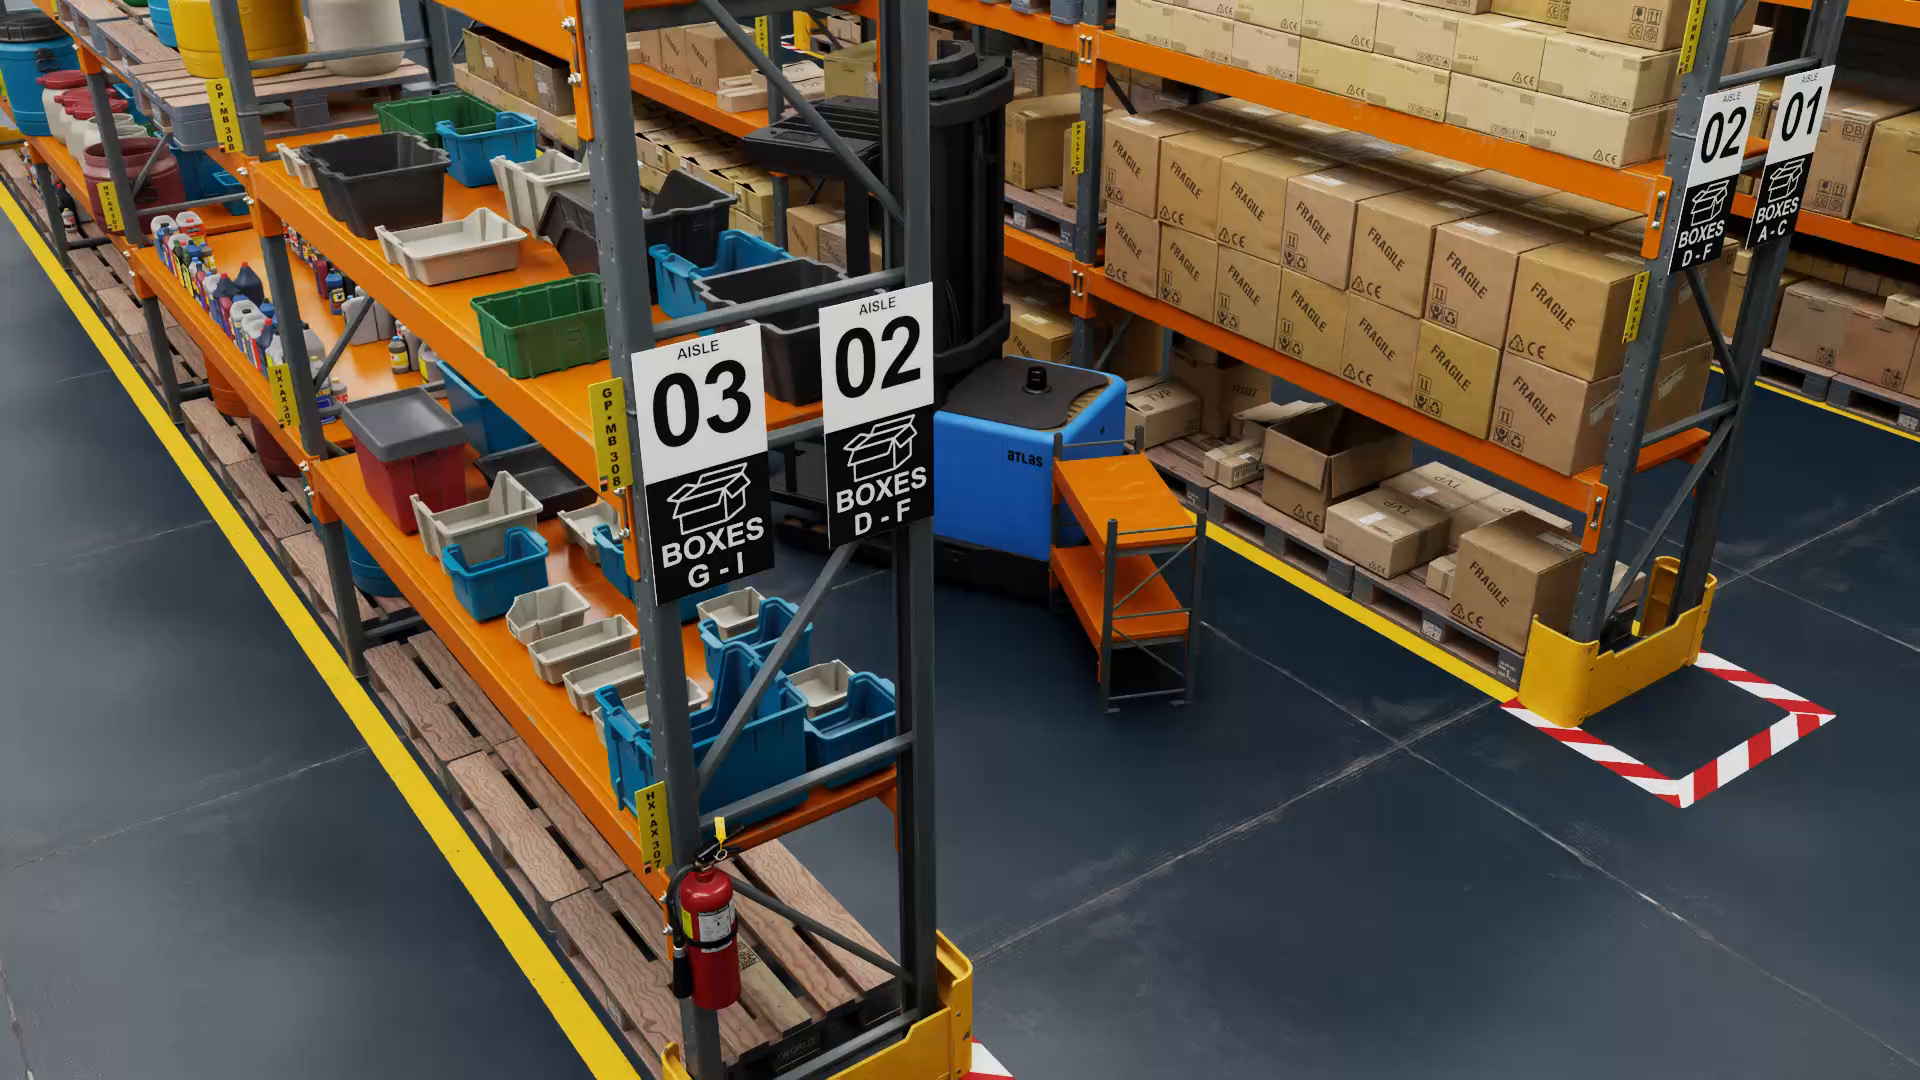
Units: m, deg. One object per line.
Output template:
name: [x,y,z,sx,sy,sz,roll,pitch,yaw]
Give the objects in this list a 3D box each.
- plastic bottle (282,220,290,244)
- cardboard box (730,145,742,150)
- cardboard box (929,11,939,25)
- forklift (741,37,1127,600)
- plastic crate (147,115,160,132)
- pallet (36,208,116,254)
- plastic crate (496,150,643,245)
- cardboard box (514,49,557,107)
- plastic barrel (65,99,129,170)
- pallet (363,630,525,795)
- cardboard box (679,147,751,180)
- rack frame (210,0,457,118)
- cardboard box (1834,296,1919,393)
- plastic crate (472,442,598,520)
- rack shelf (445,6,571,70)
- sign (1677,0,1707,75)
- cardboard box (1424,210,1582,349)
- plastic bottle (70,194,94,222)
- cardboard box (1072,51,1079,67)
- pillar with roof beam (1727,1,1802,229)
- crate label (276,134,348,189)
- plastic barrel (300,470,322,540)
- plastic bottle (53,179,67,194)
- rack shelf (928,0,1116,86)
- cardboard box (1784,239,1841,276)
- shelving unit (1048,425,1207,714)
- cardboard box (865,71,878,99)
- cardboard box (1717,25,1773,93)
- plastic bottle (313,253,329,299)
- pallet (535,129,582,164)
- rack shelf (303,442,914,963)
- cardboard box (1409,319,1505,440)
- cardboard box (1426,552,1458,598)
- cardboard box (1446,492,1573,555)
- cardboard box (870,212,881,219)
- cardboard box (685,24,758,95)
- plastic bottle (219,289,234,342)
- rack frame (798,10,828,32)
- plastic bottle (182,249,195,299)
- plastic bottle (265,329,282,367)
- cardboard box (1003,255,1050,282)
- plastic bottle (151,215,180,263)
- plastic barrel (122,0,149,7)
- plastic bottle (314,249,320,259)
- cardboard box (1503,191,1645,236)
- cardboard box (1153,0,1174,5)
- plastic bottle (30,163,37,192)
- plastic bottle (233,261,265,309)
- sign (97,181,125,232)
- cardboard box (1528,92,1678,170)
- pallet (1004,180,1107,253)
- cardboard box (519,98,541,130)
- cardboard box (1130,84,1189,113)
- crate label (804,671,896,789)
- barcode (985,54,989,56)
plastic bottle: [-4.534,-2.109,11.198,0.097,0.201,0.097,0,29,0]
cardboard box: [-1.801,-3.563,15.522,0.500,0.311,0.500,-20,34,-32]
cardboard box: [-0.695,-6.418,21.083,0.700,0.500,0.500,-21,35,-34]
forklift: [-0.557,-1.422,9.797,3.031,2.935,1.130,14,31,23]
plastic crate: [-5.856,-3.026,12.612,0.402,0.464,0.583,-19,34,-31]
pallet: [-7.844,-2.888,15.346,1.003,0.211,1.213,-19,34,-31]
plastic crate: [-1.562,-1.388,6.644,0.437,0.282,0.530,-19,34,-31]
cardboard box: [-4.472,-5.027,18.018,0.500,0.500,0.500,-19,34,-31]
plastic barrel: [-6.435,-3.014,12.514,0.433,0.535,0.433,0,29,0]
pallet: [-2.390,0.770,8.610,1.003,0.211,1.213,-19,34,-31]
cardboard box: [-2.233,-3.410,15.240,0.500,0.311,0.500,-19,34,-31]
rack frame: [-2.848,-3.367,7.020,1.000,3.000,0.127,-19,34,-31]
cardboard box: [6.765,-1.443,11.943,0.700,0.500,0.500,-19,34,-31]
plastic crate: [-1.980,-0.275,7.839,0.437,0.125,0.590,-19,34,-31]
rack shelf: [-4.611,-5.671,18.304,1.077,0.370,4.000,-19,34,-31]
sign: [3.046,-2.106,6.915,0.100,0.325,0.005,-19,34,-31]
cardboard box: [2.734,-1.321,8.388,0.500,0.500,0.500,-18,33,-29]
plastic bottle: [-7.979,-3.080,15.093,0.144,0.351,0.185,-19,34,-31]
cardboard box: [1.585,-5.354,18.338,0.500,0.250,0.500,-20,34,-32]
pillar with roof beam: [2.826,-4.885,9.815,9.100,9.000,0.400,-19,34,-31]
crate label: [-2.799,-1.662,7.301,0.293,0.136,0.466,-19,34,-31]
plastic barrel: [-3.560,-0.484,9.757,0.600,0.901,0.708,-19,34,-31]
plastic bottle: [-8.208,-3.115,15.157,0.144,0.351,0.185,-21,35,-33]
rack shelf: [0.029,-3.880,11.861,1.077,0.370,4.000,-19,34,-31]
cardboard box: [6.407,-2.131,12.530,0.380,0.149,0.250,-19,34,-31]
shelving unit: [0.859,0.138,8.818,0.538,1.125,1.048,-6,29,-11]
cardboard box: [-0.299,-3.261,12.568,0.700,0.500,0.500,-12,31,-21]
cardboard box: [3.424,-2.289,7.811,0.500,0.250,0.500,-19,34,-31]
plastic bottle: [-3.933,-1.639,10.247,0.061,0.283,0.133,-19,34,-31]
pallet: [-3.878,-4.305,17.956,1.003,0.211,1.213,-19,34,-31]
rack shelf: [-1.688,0.363,7.192,1.077,0.370,4.000,-19,34,-31]
cardboard box: [2.724,-0.888,8.638,0.500,0.500,0.500,-18,34,-30]
cardboard box: [2.832,0.181,9.281,0.380,0.166,0.250,-19,34,-31]
cardboard box: [3.135,-0.014,9.553,0.500,0.250,0.500,-19,34,-31]
cardboard box: [-0.397,-2.451,13.779,0.500,0.500,0.500,-17,33,-29]
cardboard box: [-2.118,-4.347,15.006,0.500,0.500,0.500,-21,35,-33]
plastic bottle: [-4.228,-1.301,9.624,0.061,0.283,0.133,-19,34,-31]
rack frame: [-1.738,-8.138,22.091,1.000,3.000,0.127,-19,34,-31]
plastic bottle: [-4.738,-1.642,10.253,0.061,0.283,0.133,-19,34,-31]
plastic bottle: [-3.648,-0.975,8.954,0.144,0.351,0.185,-19,34,-31]
cardboard box: [0.527,-2.169,12.473,0.500,0.250,0.500,-19,34,-31]
plastic bottle: [-5.180,-1.973,10.870,0.152,0.276,0.135,-19,34,-31]
plastic barrel: [-4.741,-3.244,9.660,0.294,0.245,0.294,0,29,0]
plastic bottle: [-4.061,-1.792,10.615,0.097,0.201,0.097,0,29,0]
cardboard box: [3.157,-1.475,8.670,0.500,0.500,0.500,-18,33,-30]
cardboard box: [1.269,-3.314,9.700,0.500,0.250,0.500,-19,34,-31]
plastic bottle: [-8.812,-3.465,15.886,0.097,0.271,0.097,0,29,0]
plastic bottle: [-4.241,-1.498,9.917,0.144,0.351,0.185,-19,34,-31]
sign: [-5.612,-2.202,10.990,0.100,0.325,0.005,-19,34,-31]
cardboard box: [2.997,-1.924,7.664,0.500,0.250,0.500,-19,34,-31]
pallet: [0.815,-2.357,11.647,1.003,0.211,1.213,-19,34,-31]
cardboard box: [-4.482,-4.693,18.190,0.500,0.250,0.500,-19,34,-31]
cardboard box: [2.238,-4.621,17.773,0.700,0.500,0.500,-19,34,-31]
crate label: [-0.403,0.685,5.958,0.416,0.233,0.303,-19,34,-31]
barcode: [0.333,-5.968,20.548,0.001,0.075,0.075,-19,34,-31]
